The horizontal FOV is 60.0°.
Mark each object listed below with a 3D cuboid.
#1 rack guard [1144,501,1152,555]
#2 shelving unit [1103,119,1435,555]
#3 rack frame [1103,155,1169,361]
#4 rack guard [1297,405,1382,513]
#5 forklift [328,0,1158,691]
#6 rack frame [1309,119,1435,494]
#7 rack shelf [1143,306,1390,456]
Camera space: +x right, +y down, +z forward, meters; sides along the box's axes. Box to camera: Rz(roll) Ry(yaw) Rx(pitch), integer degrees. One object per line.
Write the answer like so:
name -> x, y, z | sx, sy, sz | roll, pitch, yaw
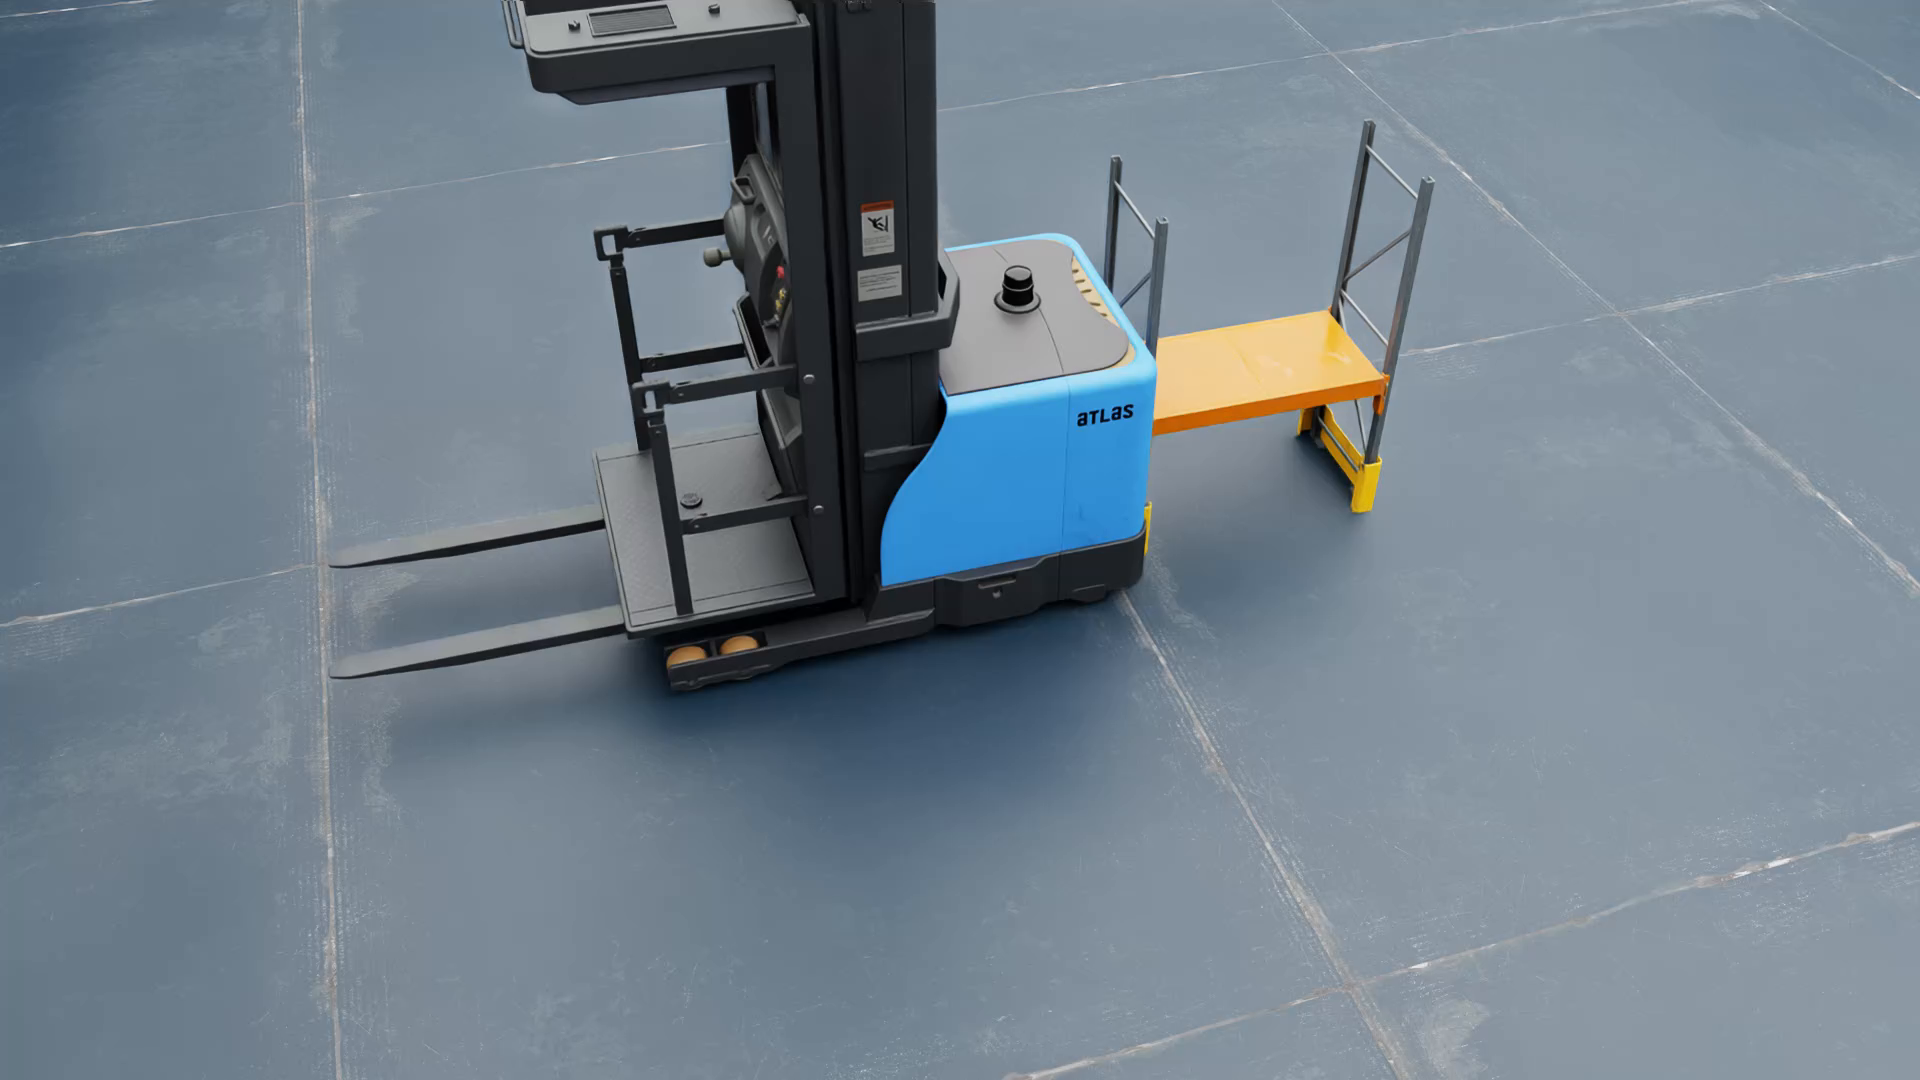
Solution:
rack guard -> 0.637, -0.213, 6.804 | 0.087, 0.250, 0.587 | -11, 42, -12
shelving unit -> 1.115, -0.775, 6.497 | 1.083, 1.500, 0.587 | -11, 42, -12
rack frame -> 0.635, -0.684, 6.393 | 0.032, 1.500, 0.500 | -11, 42, -12
rack guard -> 1.593, -0.396, 7.013 | 0.087, 0.250, 0.587 | -11, 42, -12
forklift -> -0.862, -0.940, 5.598 | 3.031, 2.935, 1.130 | -11, 42, -12
rack frame -> 1.612, -0.870, 6.606 | 0.032, 1.500, 0.500 | -11, 42, -12
rack shelf -> 1.124, -0.642, 6.618 | 1.000, 0.185, 0.538 | -11, 42, -12
